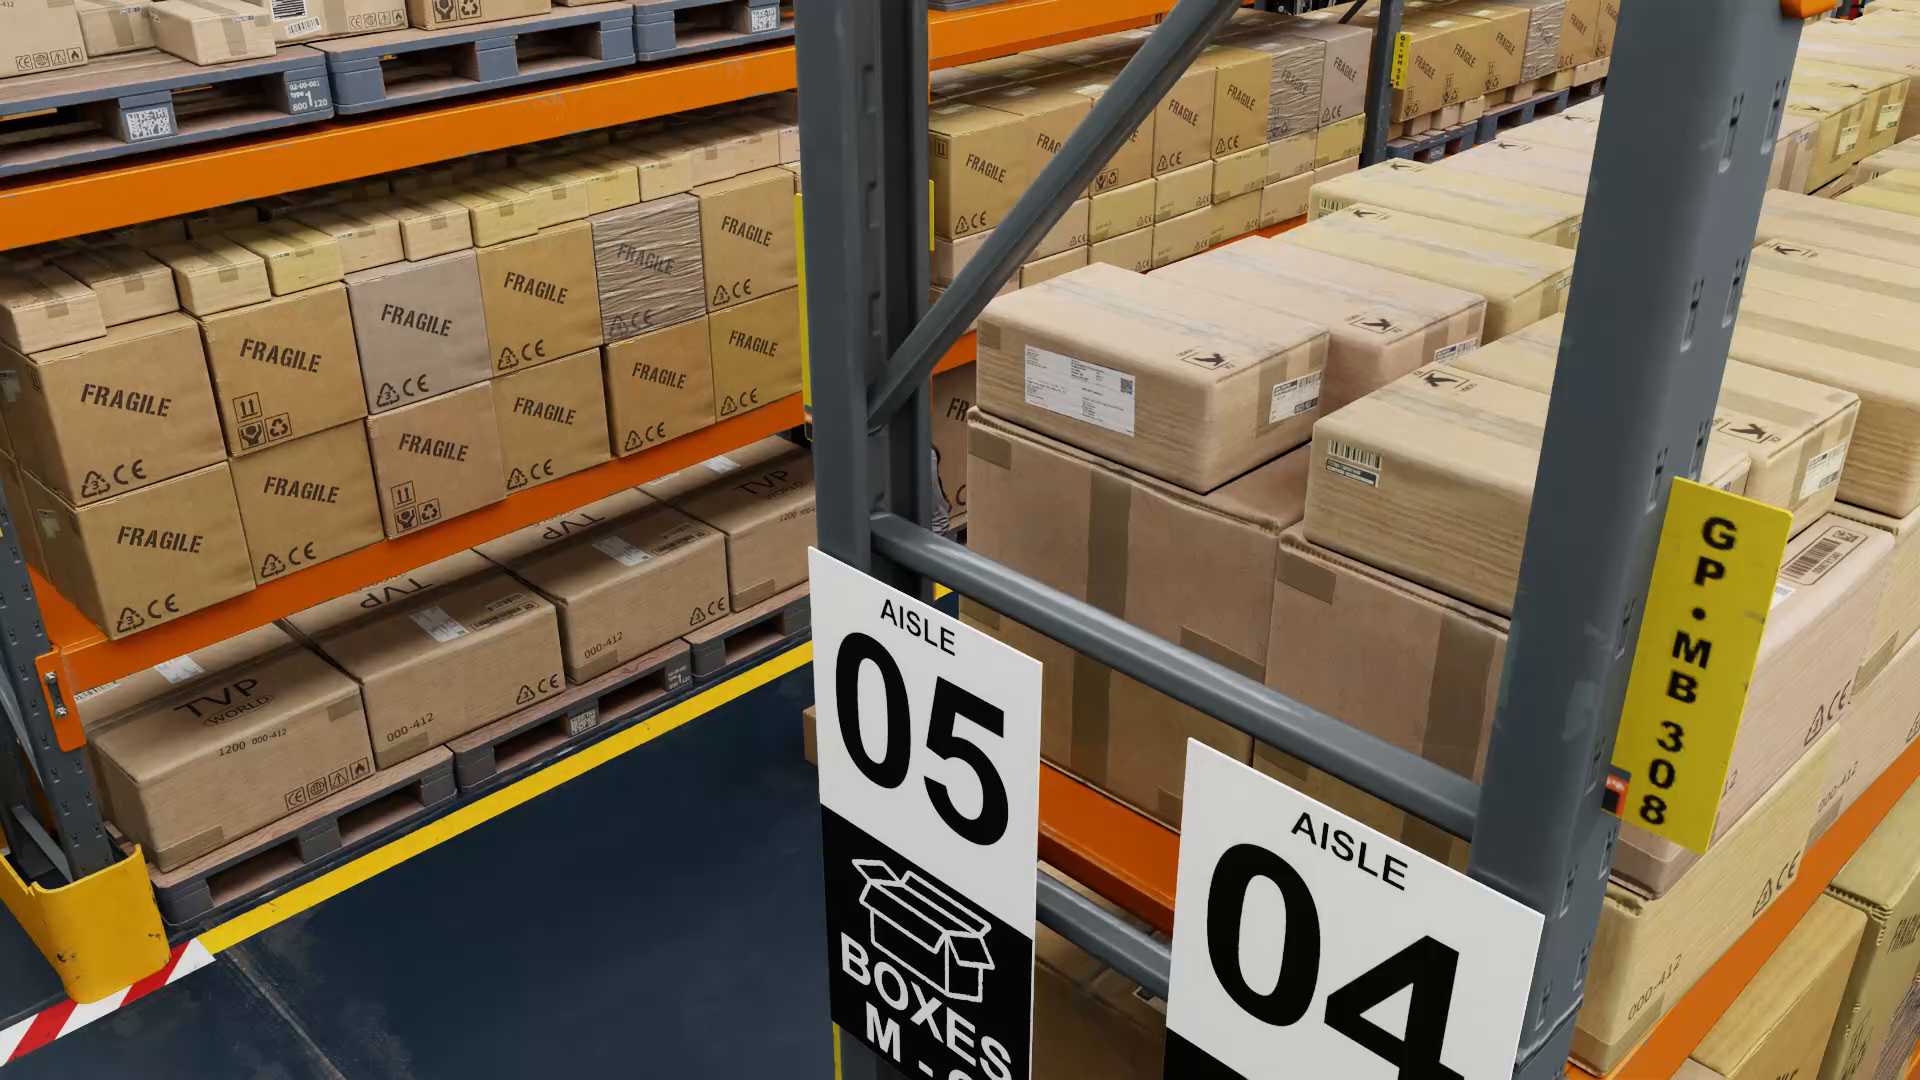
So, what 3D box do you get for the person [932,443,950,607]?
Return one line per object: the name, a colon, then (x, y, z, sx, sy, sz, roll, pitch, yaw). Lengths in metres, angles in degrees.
person: (-0.295, 0.090, 6.974, 0.591, 1.720, 0.418, 22, 35, 36)
